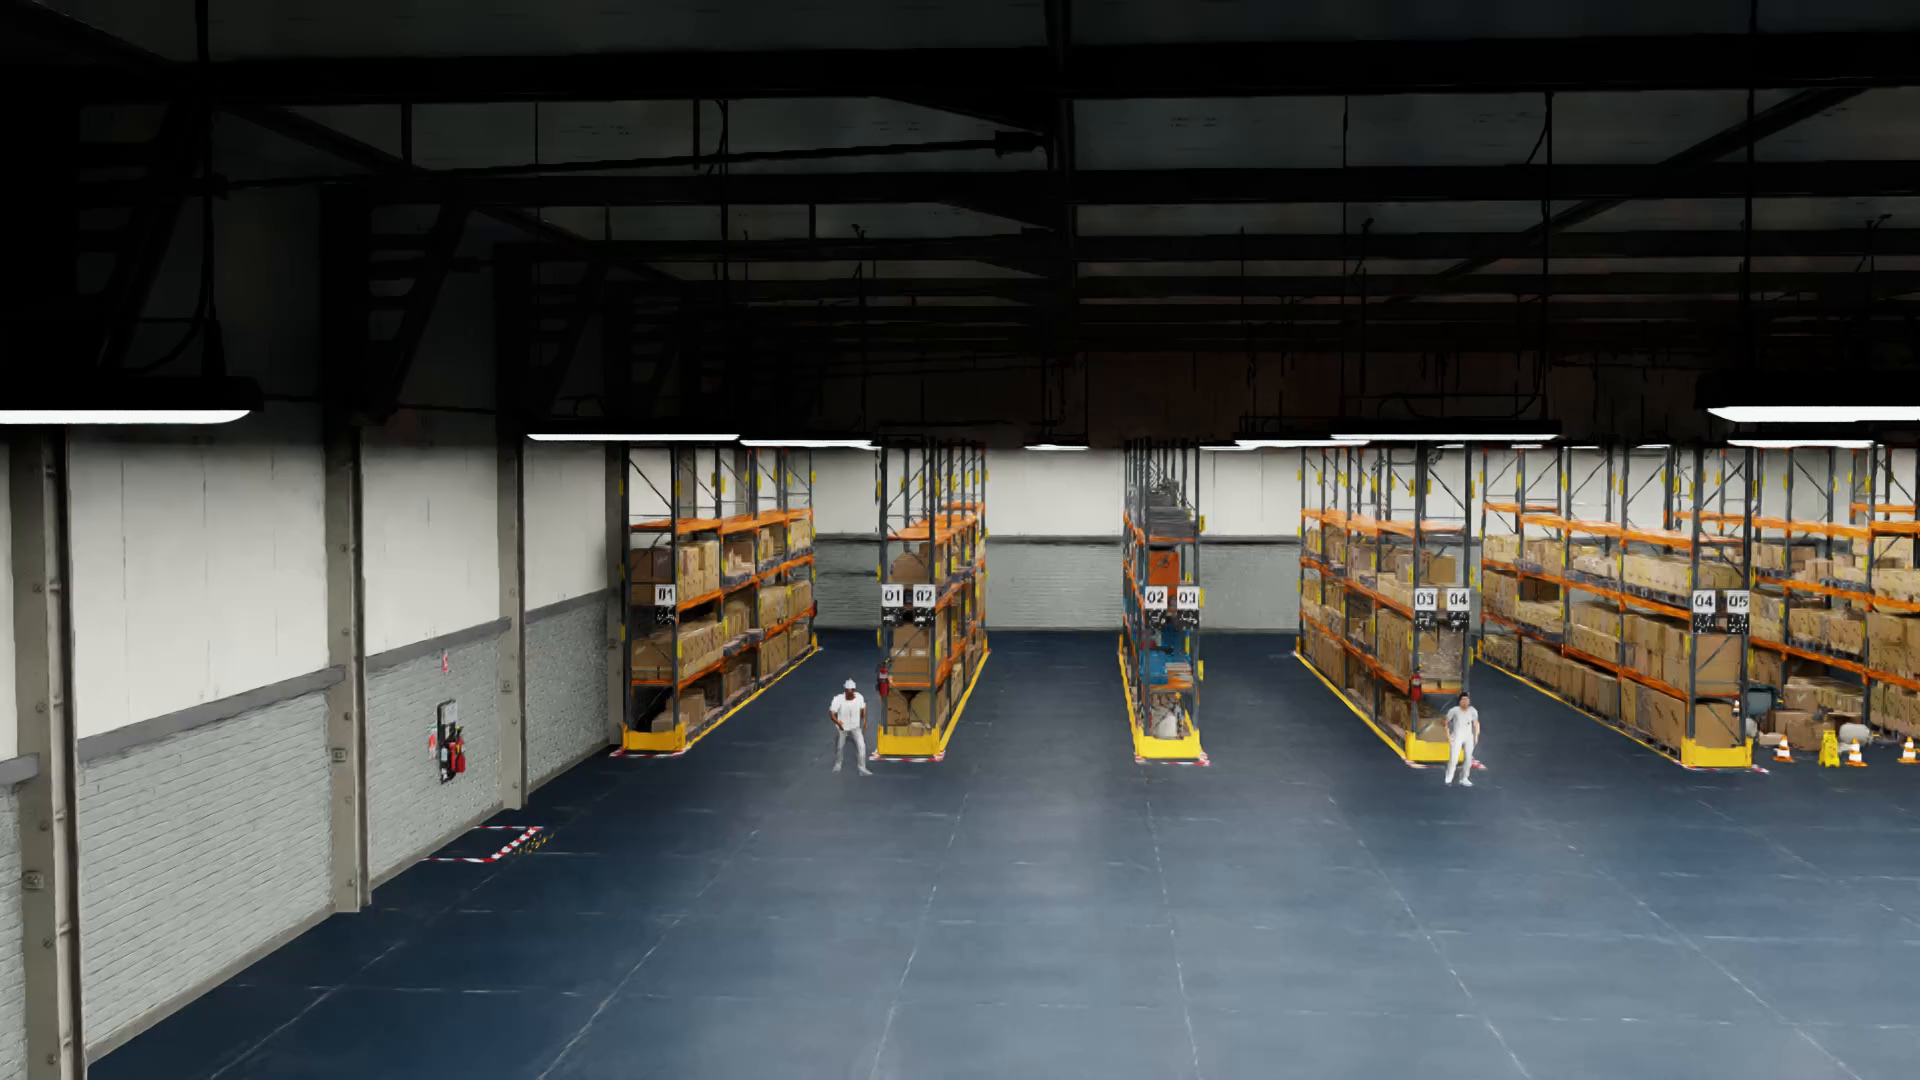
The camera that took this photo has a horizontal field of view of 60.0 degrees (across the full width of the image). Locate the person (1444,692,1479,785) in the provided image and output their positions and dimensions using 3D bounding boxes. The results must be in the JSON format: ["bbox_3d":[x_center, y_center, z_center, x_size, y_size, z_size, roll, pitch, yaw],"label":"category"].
[{"bbox_3d":[8.584,3.395,28.477,0.580,1.619,0.507,0,3,2],"label":"person"}]

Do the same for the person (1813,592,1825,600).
[{"bbox_3d":[24.665,2.299,47.586,0.716,1.779,0.569,-1,3,-24],"label":"person"}]

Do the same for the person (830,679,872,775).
[{"bbox_3d":[-1.968,3.292,29.415,0.708,1.702,0.843,-1,3,-12],"label":"person"}]
